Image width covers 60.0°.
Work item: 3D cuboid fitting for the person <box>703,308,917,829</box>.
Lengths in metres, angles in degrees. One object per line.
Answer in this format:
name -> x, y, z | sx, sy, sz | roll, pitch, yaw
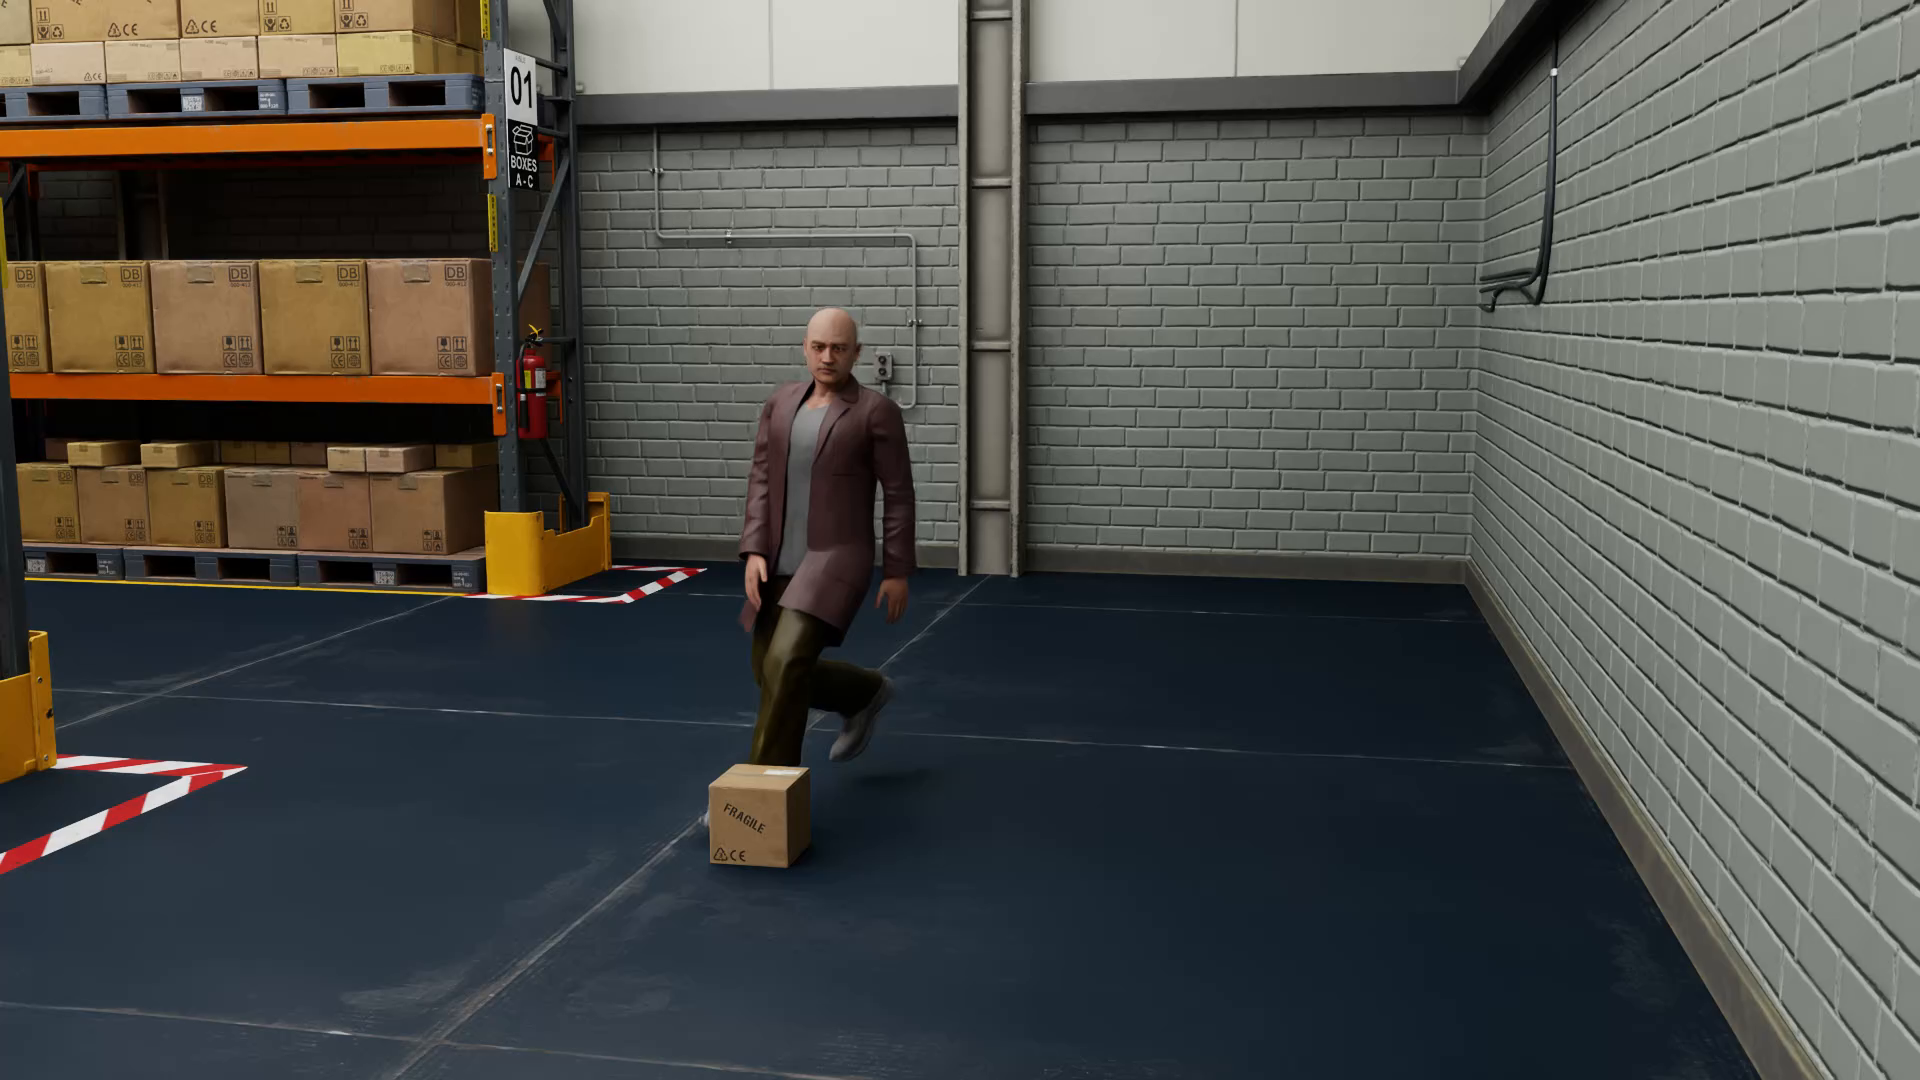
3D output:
person -> -0.497, 0.071, 5.614 | 0.588, 1.691, 1.049 | 5, 9, 33
